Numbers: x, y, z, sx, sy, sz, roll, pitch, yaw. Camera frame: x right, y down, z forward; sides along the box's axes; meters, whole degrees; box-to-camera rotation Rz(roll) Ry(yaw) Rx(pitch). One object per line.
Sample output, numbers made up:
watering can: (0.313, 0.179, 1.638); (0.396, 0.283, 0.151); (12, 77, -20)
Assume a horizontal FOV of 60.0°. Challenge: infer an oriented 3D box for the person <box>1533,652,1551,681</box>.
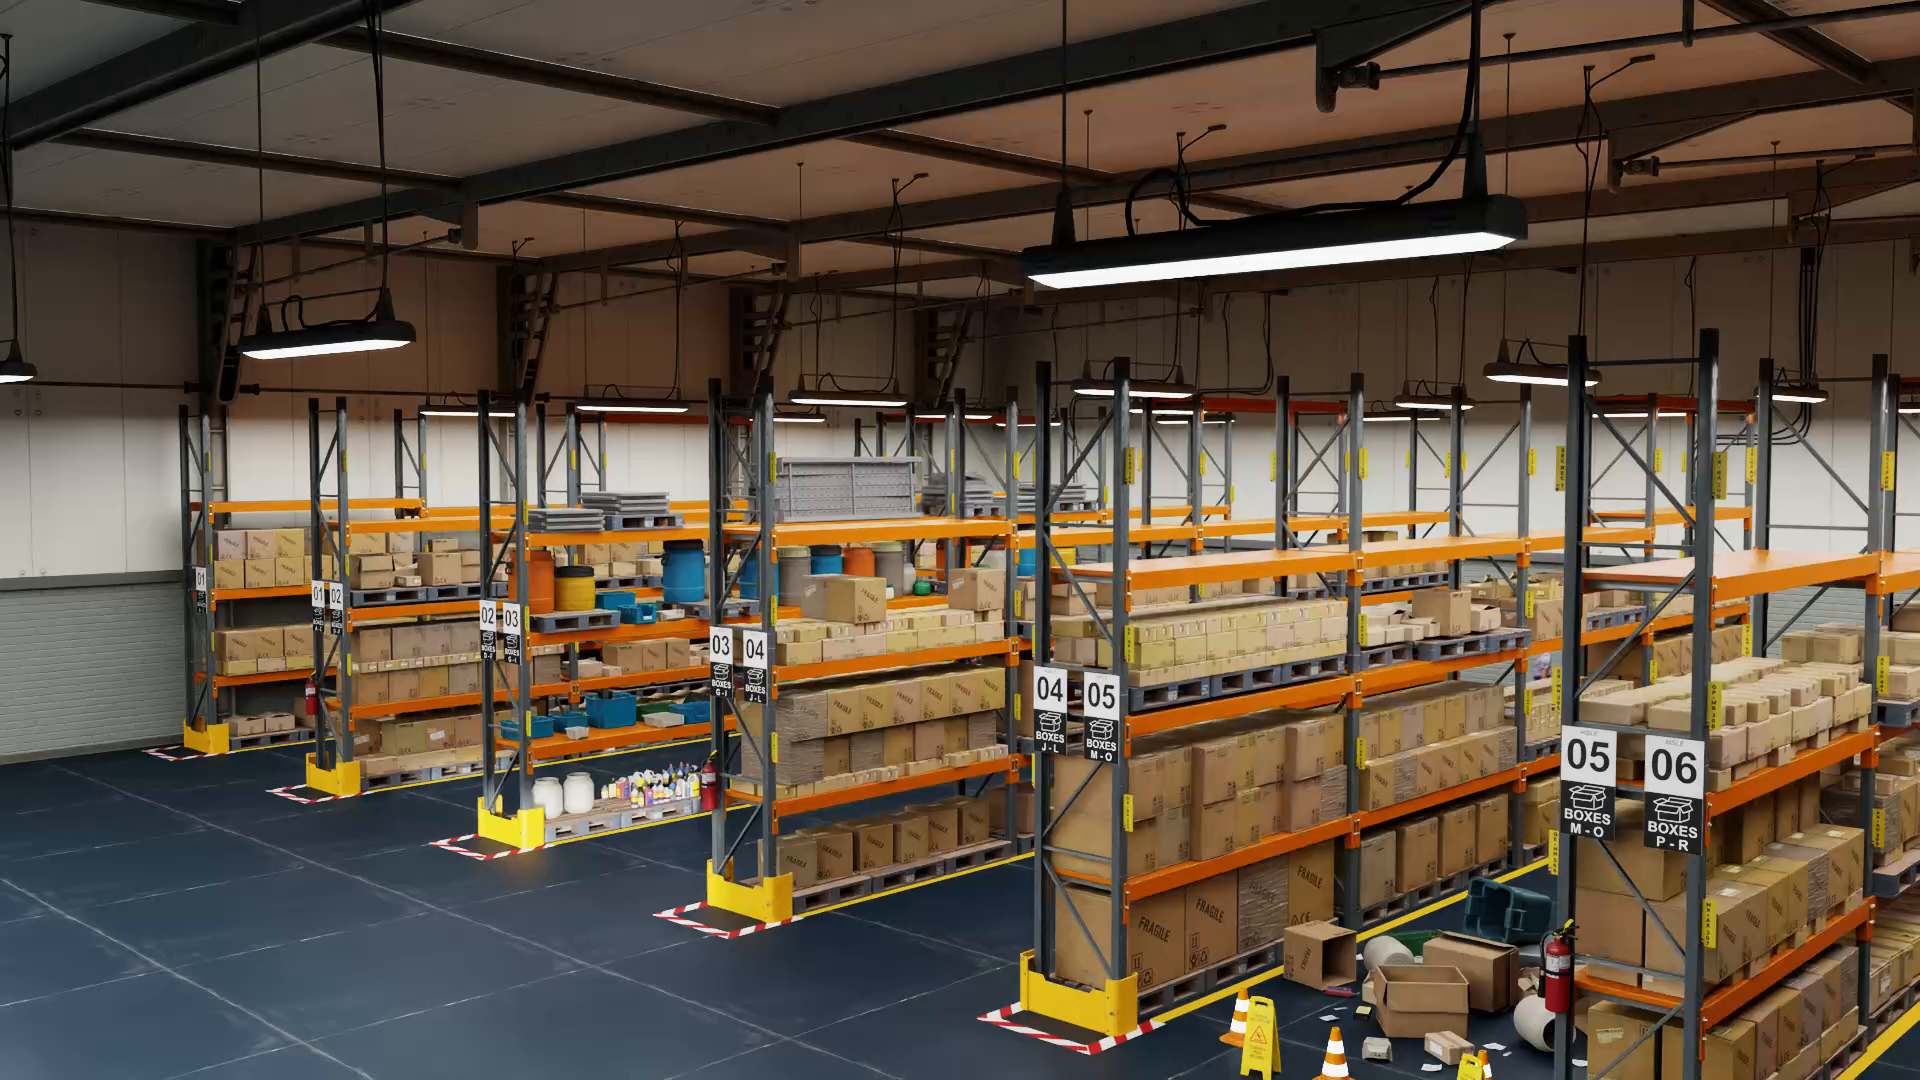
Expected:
person: (10.935, 2.699, 31.133); (0.635, 1.629, 0.489); (1, 3, 24)
